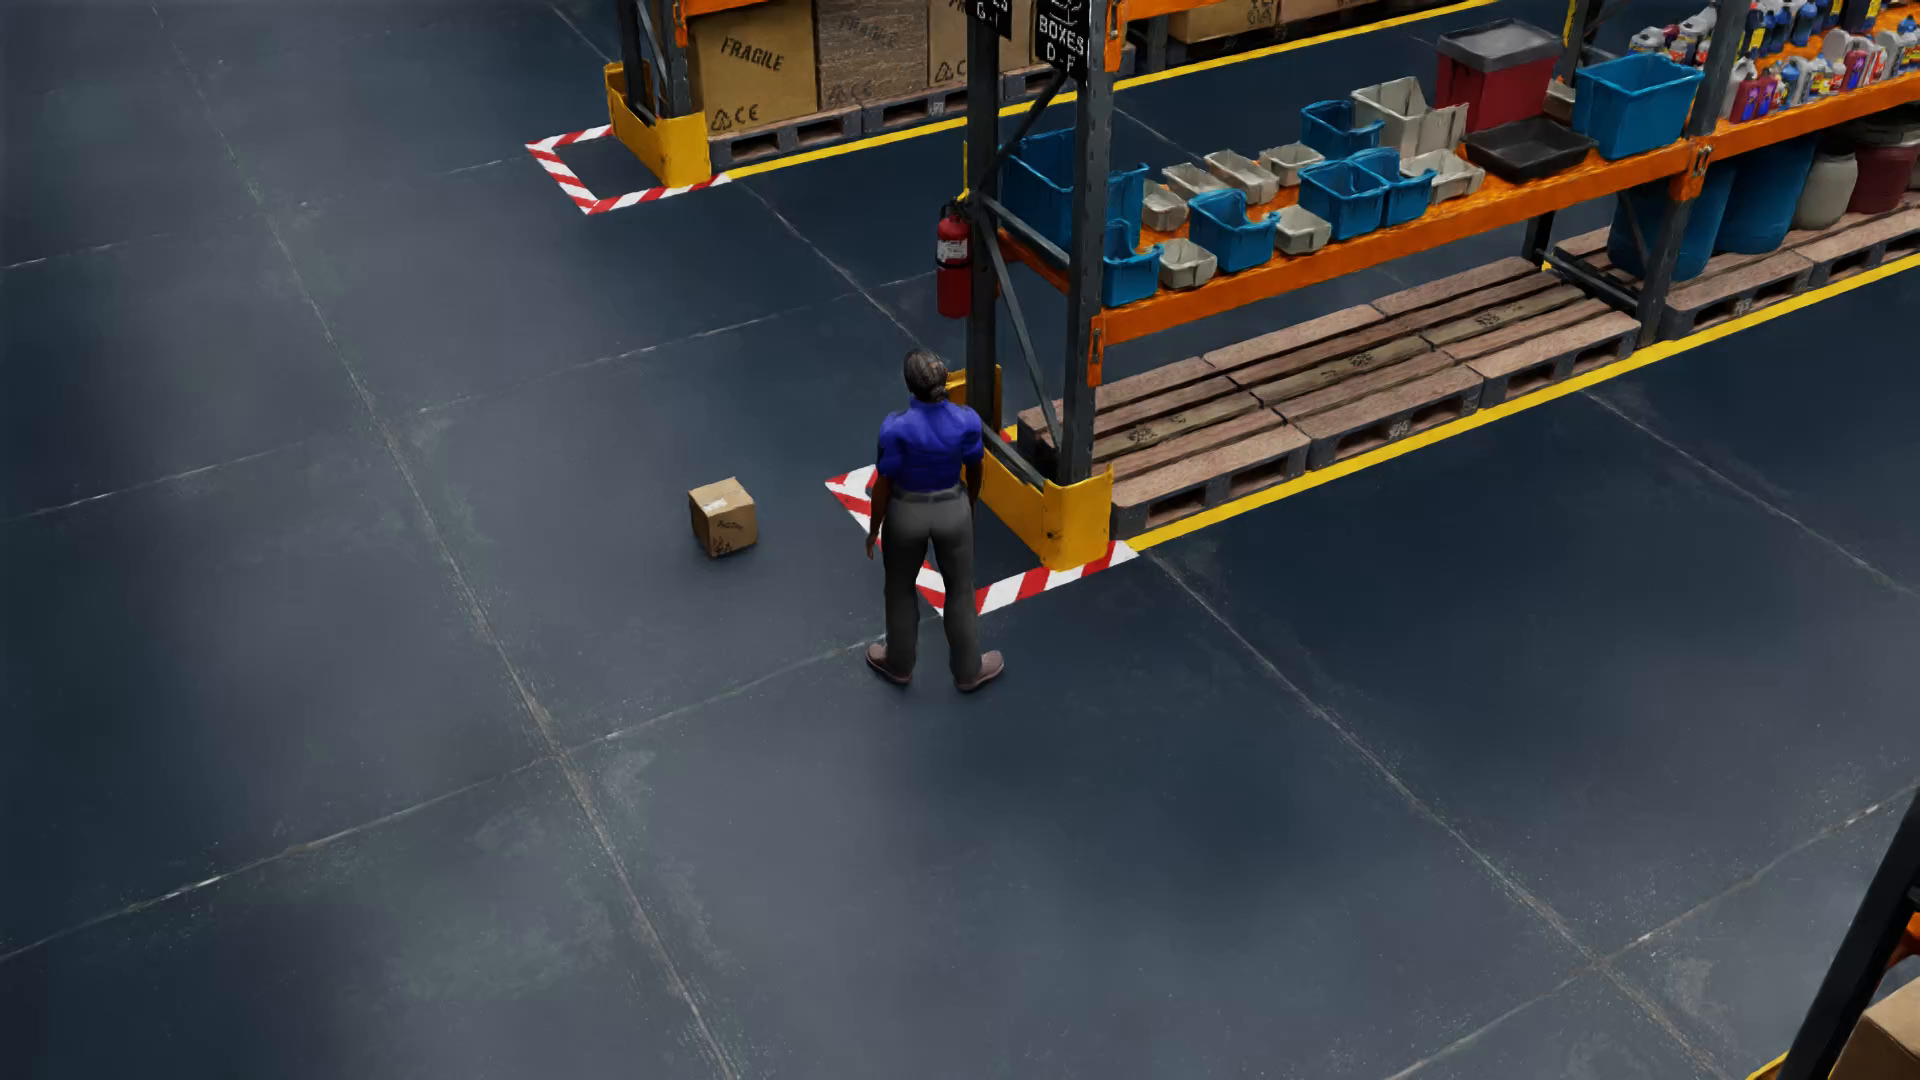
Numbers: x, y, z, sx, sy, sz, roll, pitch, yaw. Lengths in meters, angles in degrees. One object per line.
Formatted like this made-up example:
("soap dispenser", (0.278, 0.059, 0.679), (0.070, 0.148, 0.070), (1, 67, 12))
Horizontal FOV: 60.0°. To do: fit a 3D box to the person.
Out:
("person", (-0.106, -0.077, 7.009), (0.613, 1.666, 0.384), (-6, 37, -7))
